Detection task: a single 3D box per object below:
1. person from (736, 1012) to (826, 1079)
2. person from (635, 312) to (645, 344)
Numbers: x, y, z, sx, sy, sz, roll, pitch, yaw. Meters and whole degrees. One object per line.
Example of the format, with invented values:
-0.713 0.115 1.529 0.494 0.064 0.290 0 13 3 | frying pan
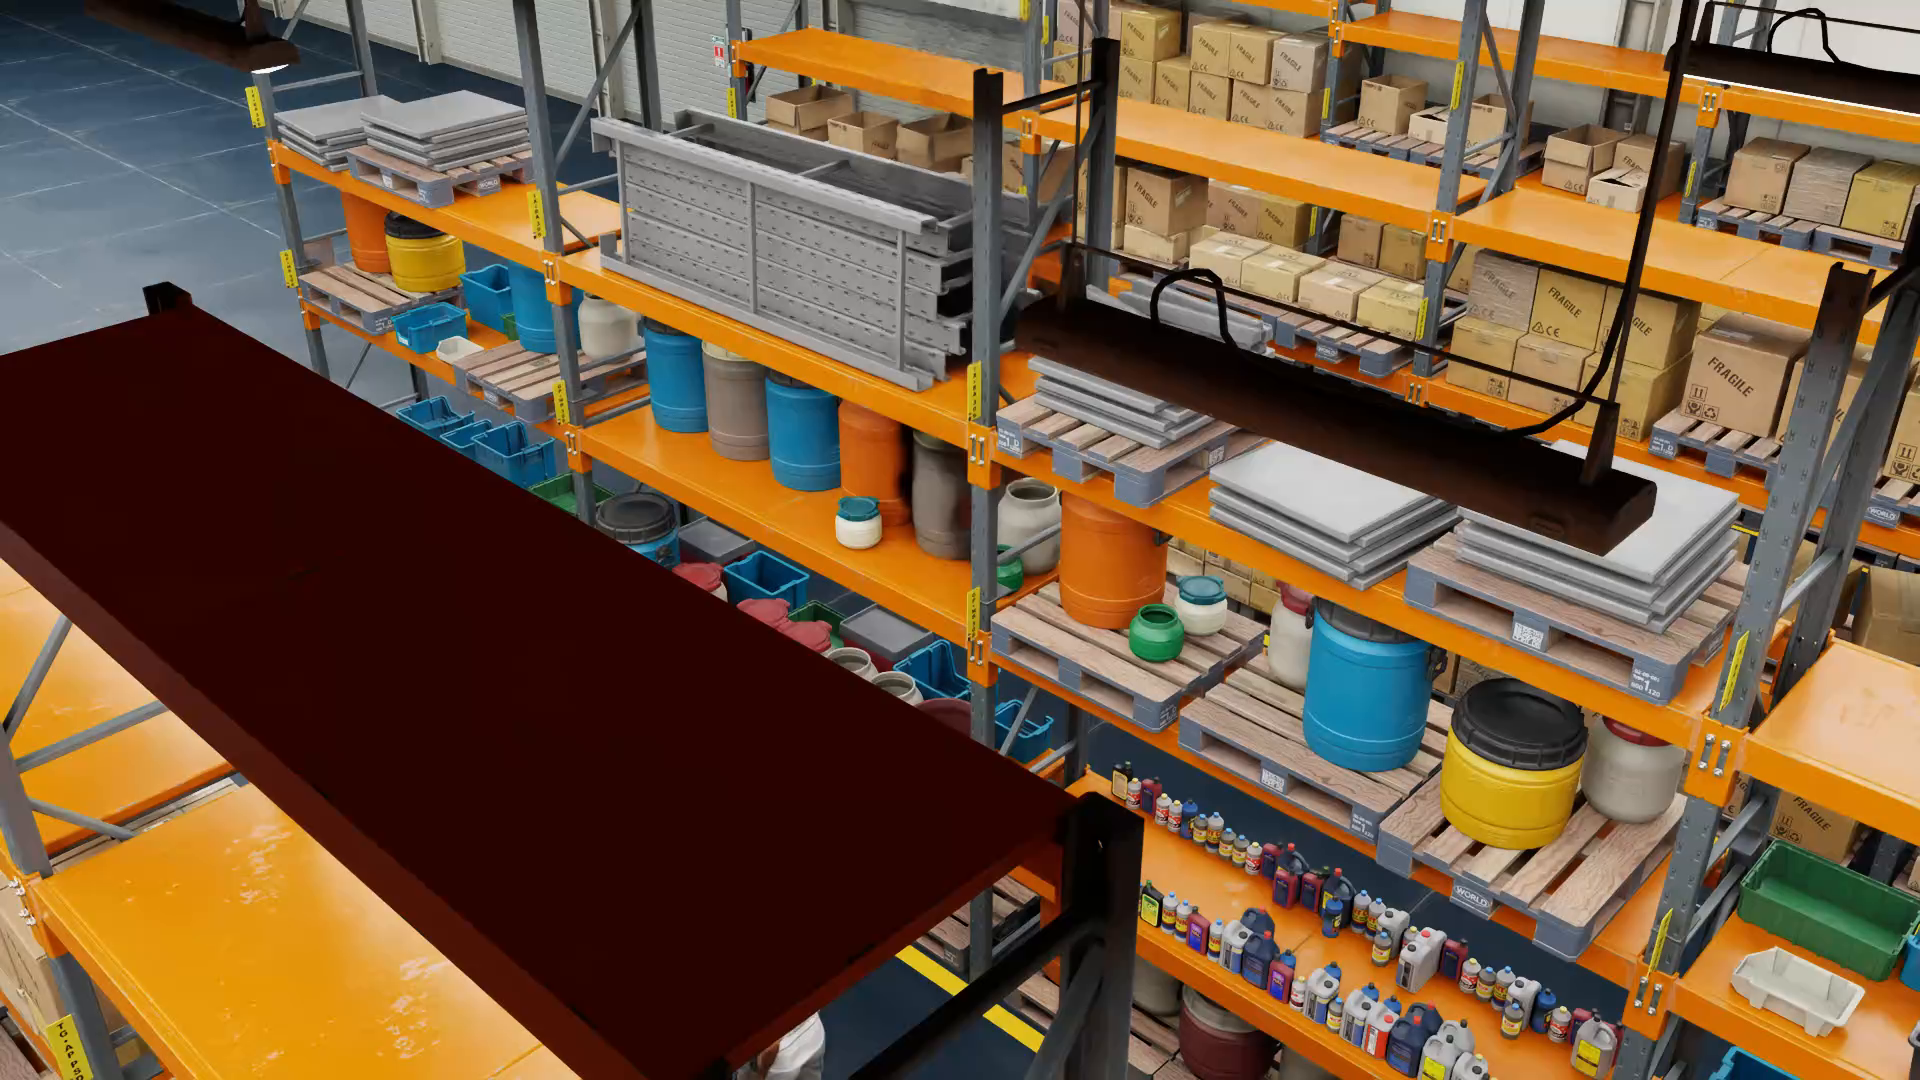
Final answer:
-0.995 2.775 9.098 0.580 1.699 0.604 21 36 33 | person
-3.951 -2.644 19.354 0.878 1.599 0.675 -6 30 -11 | person
